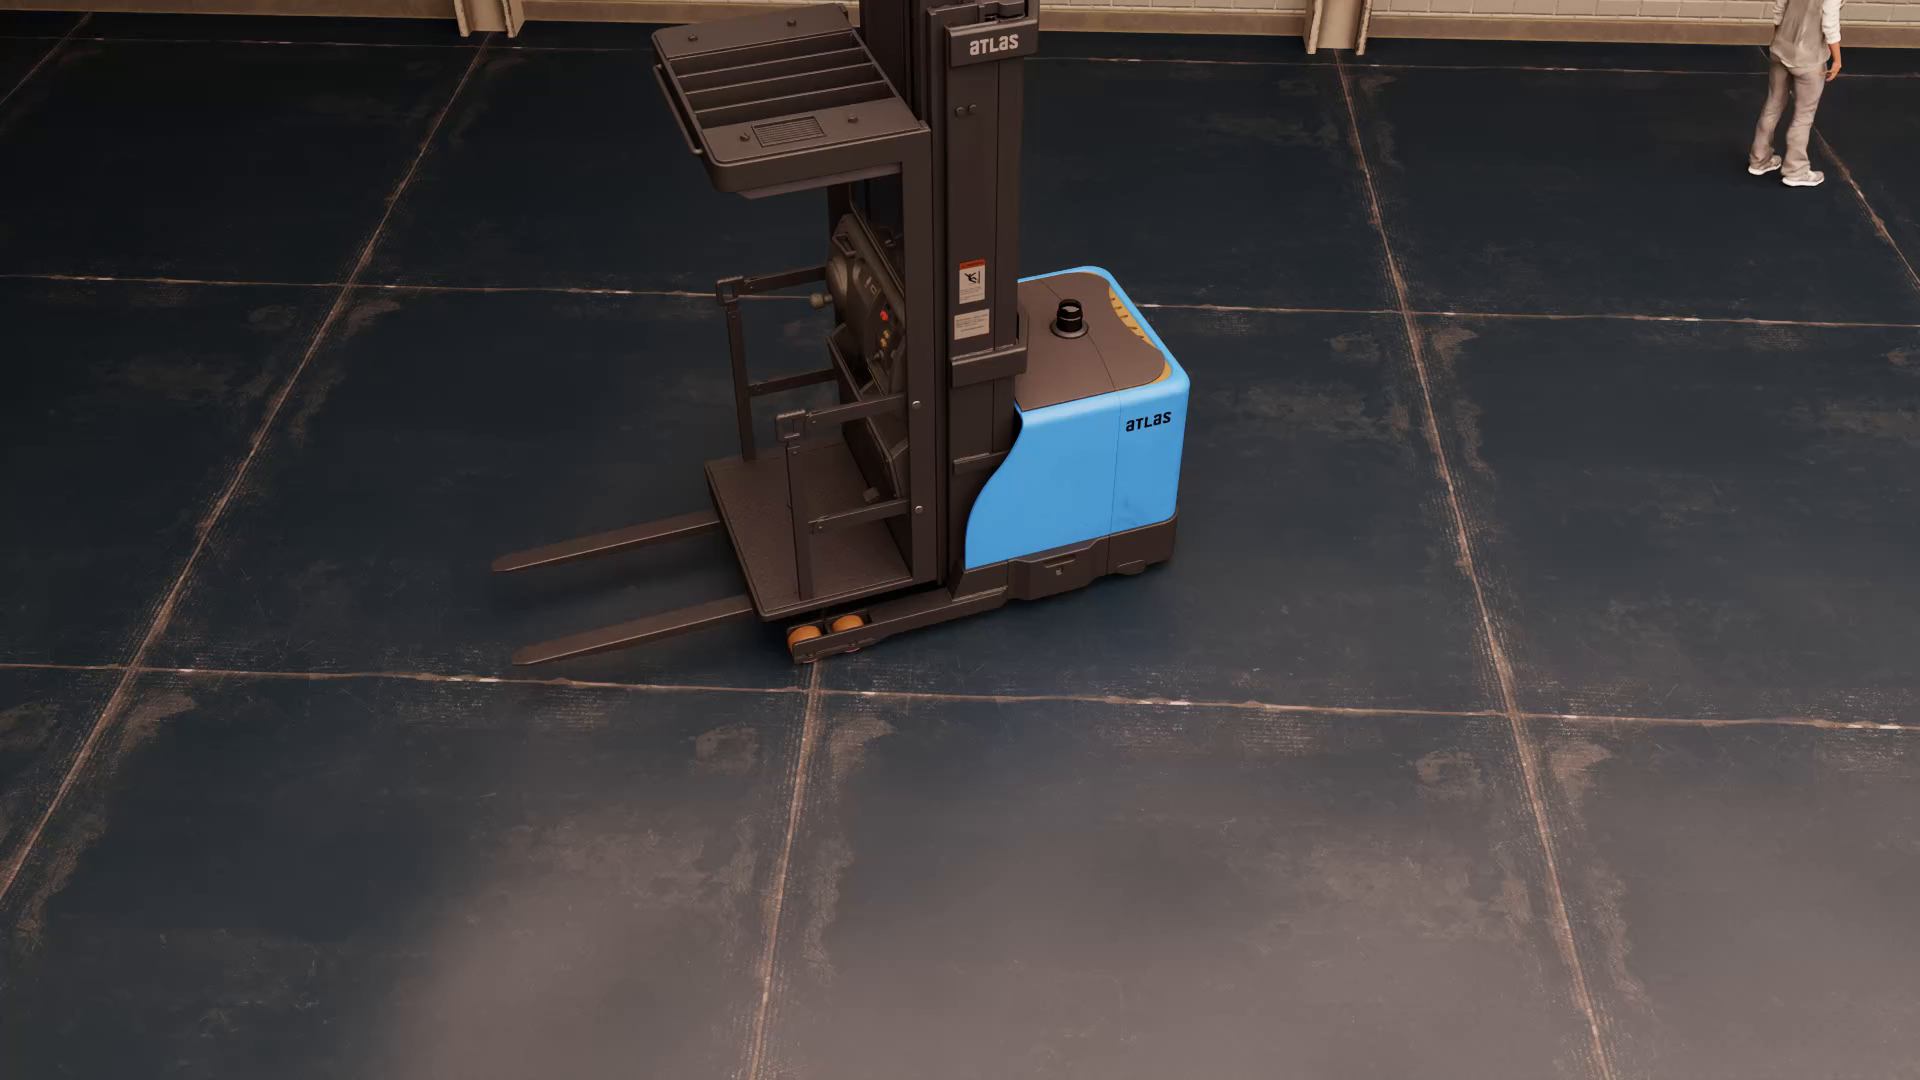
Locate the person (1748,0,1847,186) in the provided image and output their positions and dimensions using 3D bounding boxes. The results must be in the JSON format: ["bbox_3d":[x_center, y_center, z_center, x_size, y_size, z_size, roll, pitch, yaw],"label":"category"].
[{"bbox_3d":[5.064,-2.899,9.903,0.474,1.591,0.520,-16,45,-17],"label":"person"}]

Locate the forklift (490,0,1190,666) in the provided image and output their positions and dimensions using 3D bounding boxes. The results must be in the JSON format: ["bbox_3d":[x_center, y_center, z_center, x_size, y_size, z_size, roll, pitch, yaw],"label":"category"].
[{"bbox_3d":[-0.573,-0.945,6.778,3.031,2.935,1.130,-13,44,-14],"label":"forklift"}]
